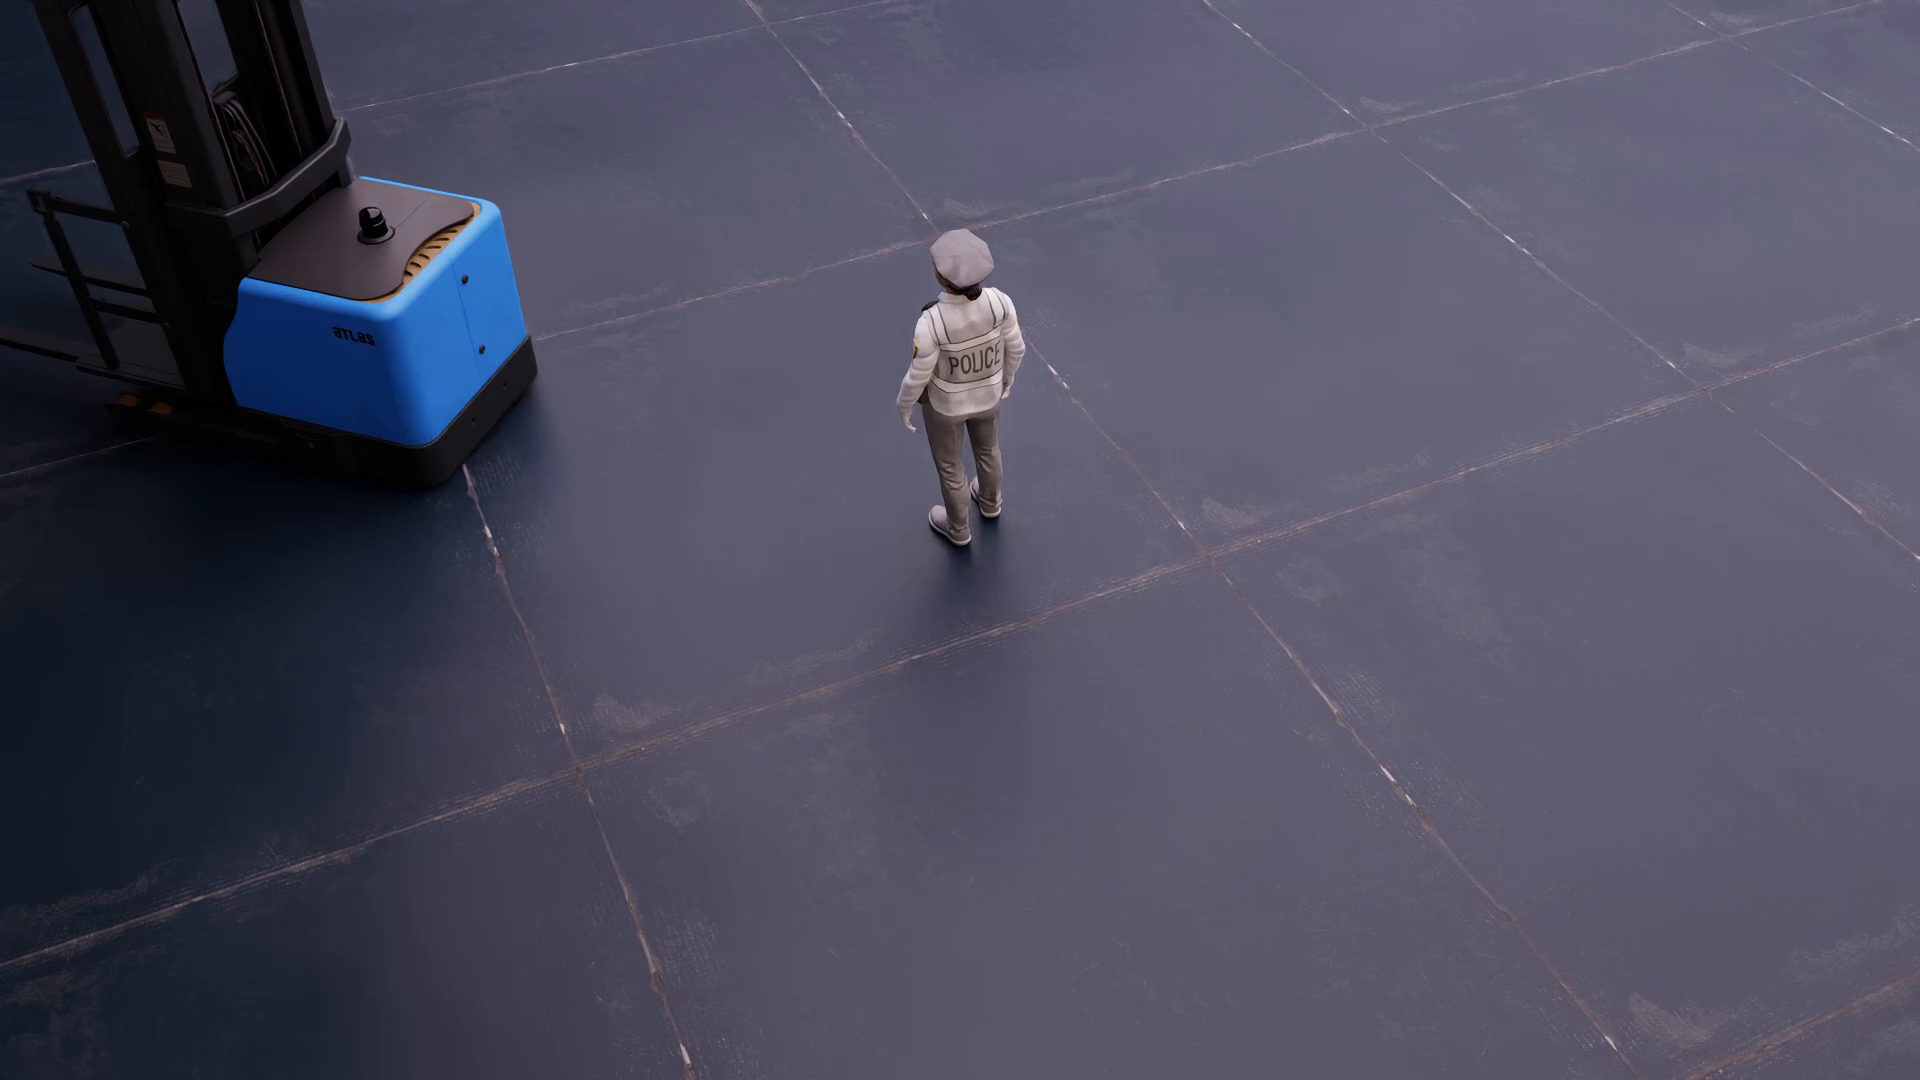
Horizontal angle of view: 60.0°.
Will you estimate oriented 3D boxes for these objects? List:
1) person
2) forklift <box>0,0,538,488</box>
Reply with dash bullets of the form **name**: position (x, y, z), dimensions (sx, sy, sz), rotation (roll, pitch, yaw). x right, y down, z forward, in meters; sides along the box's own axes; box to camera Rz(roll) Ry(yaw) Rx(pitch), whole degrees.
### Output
- **person**: position (-0.022, -0.669, 7.293), dimensions (0.586, 1.694, 0.532), rotation (-18, 46, -18)
- **forklift**: position (-3.772, -1.927, 7.745), dimensions (3.031, 2.935, 1.130), rotation (13, 45, 14)
